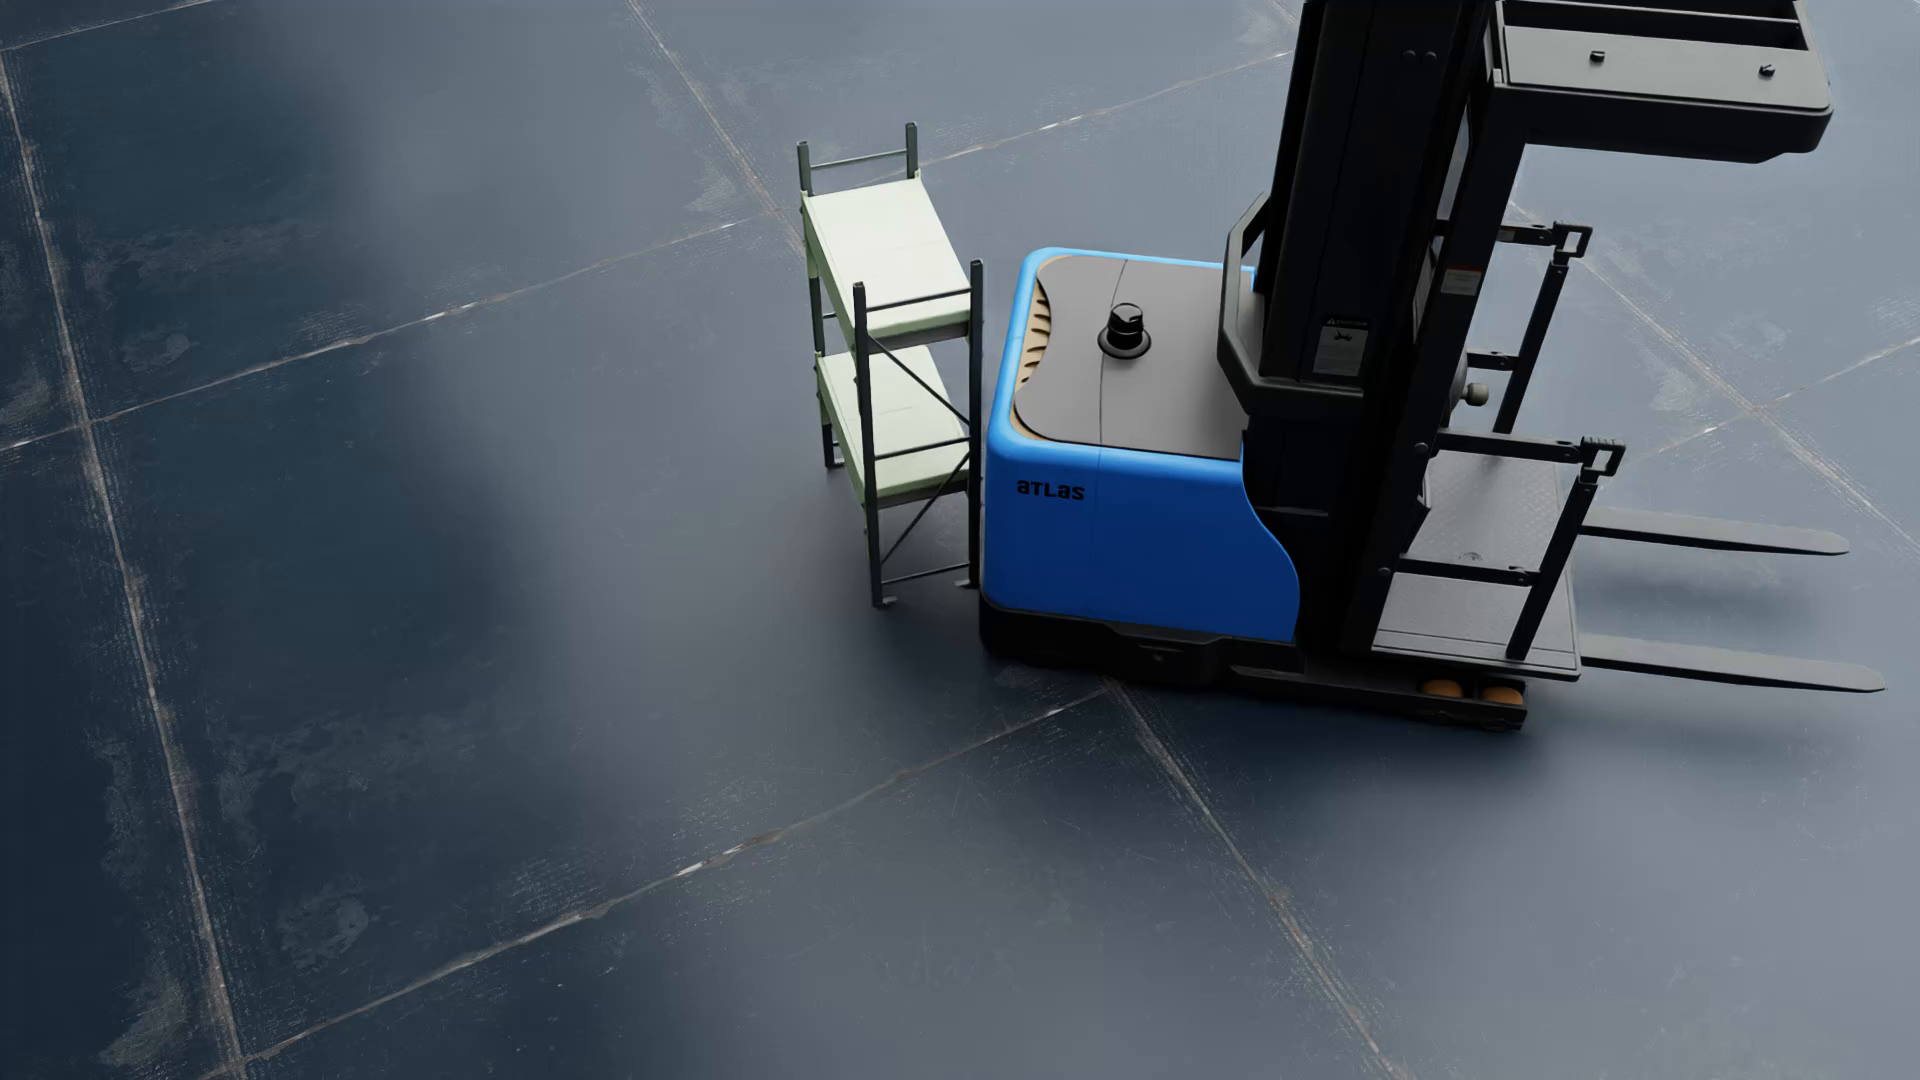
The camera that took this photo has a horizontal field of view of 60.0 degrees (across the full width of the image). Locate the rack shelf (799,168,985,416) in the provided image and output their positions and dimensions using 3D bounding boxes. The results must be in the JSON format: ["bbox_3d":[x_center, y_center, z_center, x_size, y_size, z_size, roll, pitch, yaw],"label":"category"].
[{"bbox_3d":[-0.229,-0.823,5.455,0.431,0.370,0.720,-13,50,-11],"label":"rack shelf"}]

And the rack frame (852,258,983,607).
[{"bbox_3d":[-0.124,-0.302,5.518,0.400,1.500,0.023,-13,50,-11],"label":"rack frame"}]

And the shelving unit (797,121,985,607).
[{"bbox_3d":[-0.229,-0.566,5.749,0.431,1.500,0.755,-13,50,-11],"label":"shelving unit"}]

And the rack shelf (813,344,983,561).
[{"bbox_3d":[-0.229,-0.351,5.994,0.431,0.370,0.720,-13,50,-11],"label":"rack shelf"}]

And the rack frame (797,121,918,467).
[{"bbox_3d":[-0.335,-0.830,5.979,0.400,1.500,0.023,-13,50,-11],"label":"rack frame"}]

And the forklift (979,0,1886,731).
[{"bbox_3d":[1.630,-0.747,4.956,3.031,2.935,1.130,7,49,6],"label":"forklift"}]
